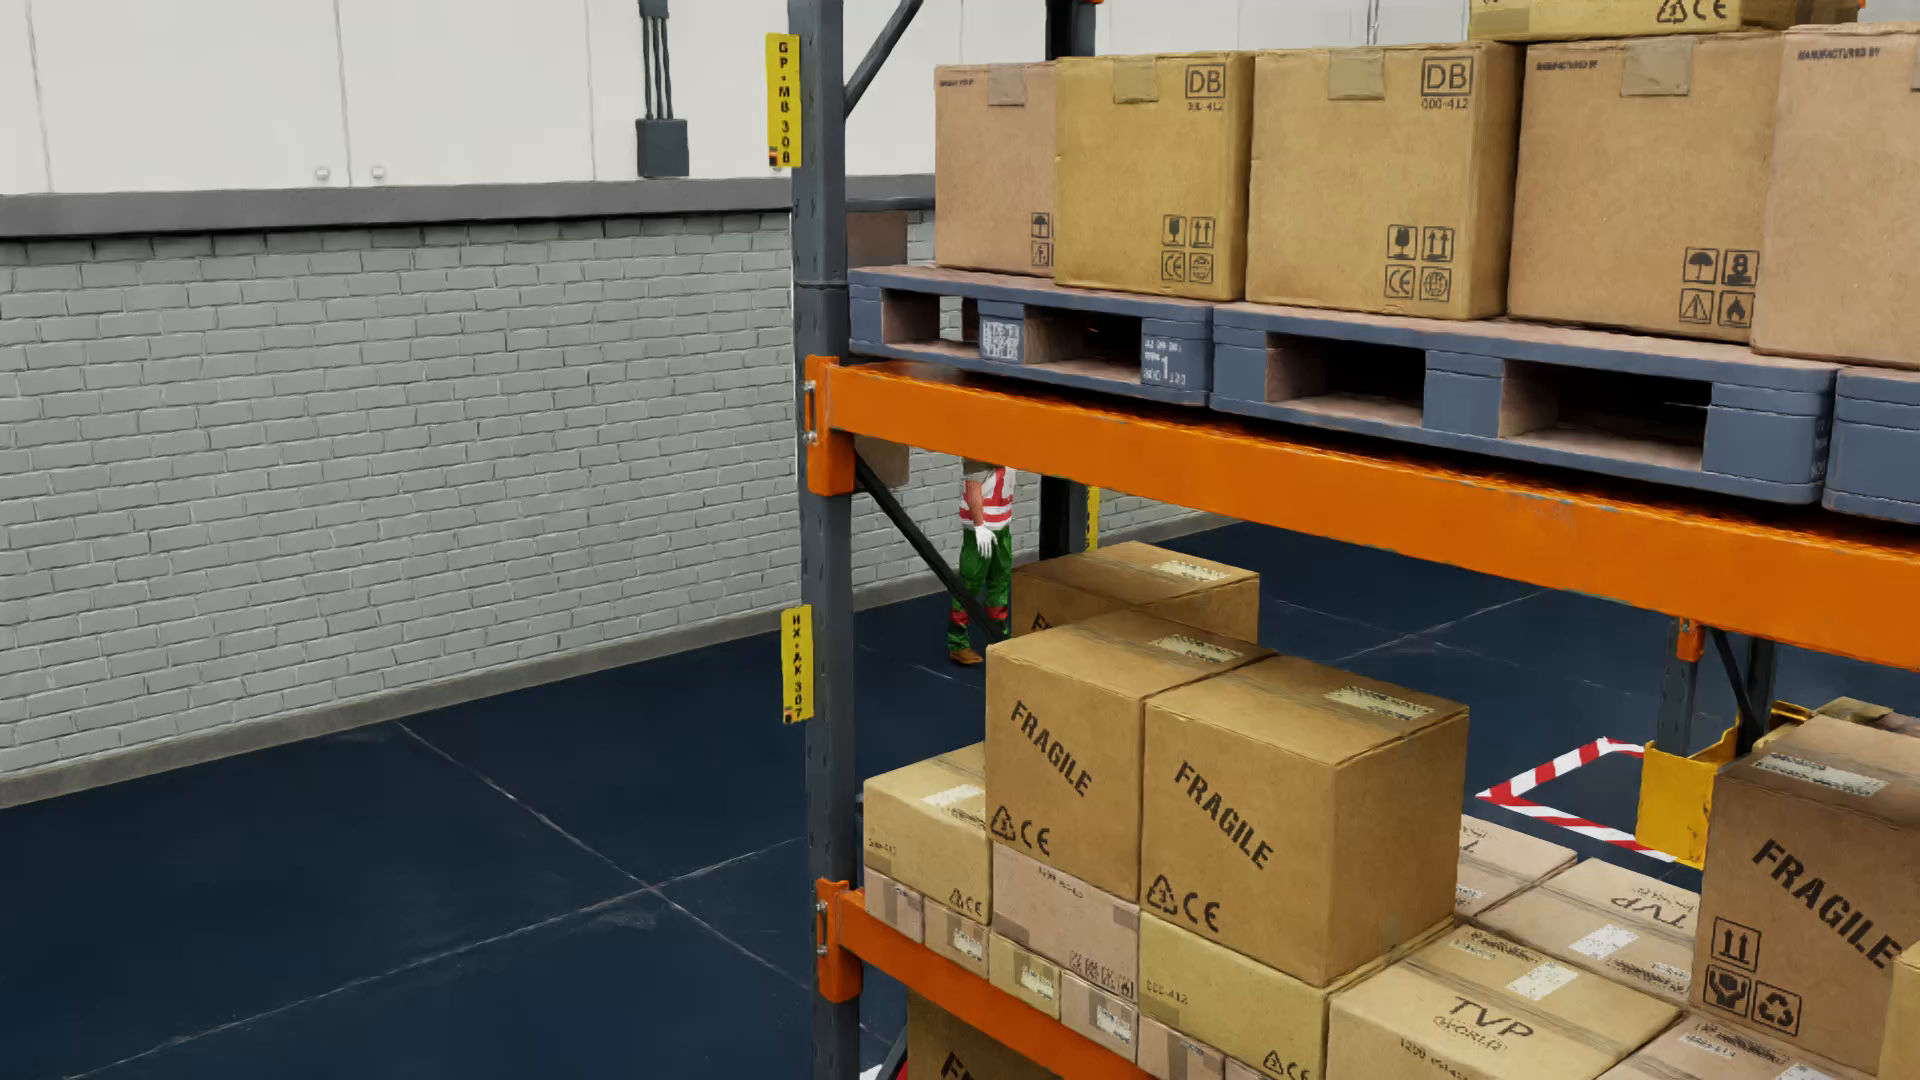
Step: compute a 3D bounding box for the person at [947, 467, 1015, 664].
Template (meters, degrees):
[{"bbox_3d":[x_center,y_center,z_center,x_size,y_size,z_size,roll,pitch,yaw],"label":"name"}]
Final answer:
[{"bbox_3d":[0.201,-0.085,10.769,0.524,1.793,0.548,5,15,19],"label":"person"}]
